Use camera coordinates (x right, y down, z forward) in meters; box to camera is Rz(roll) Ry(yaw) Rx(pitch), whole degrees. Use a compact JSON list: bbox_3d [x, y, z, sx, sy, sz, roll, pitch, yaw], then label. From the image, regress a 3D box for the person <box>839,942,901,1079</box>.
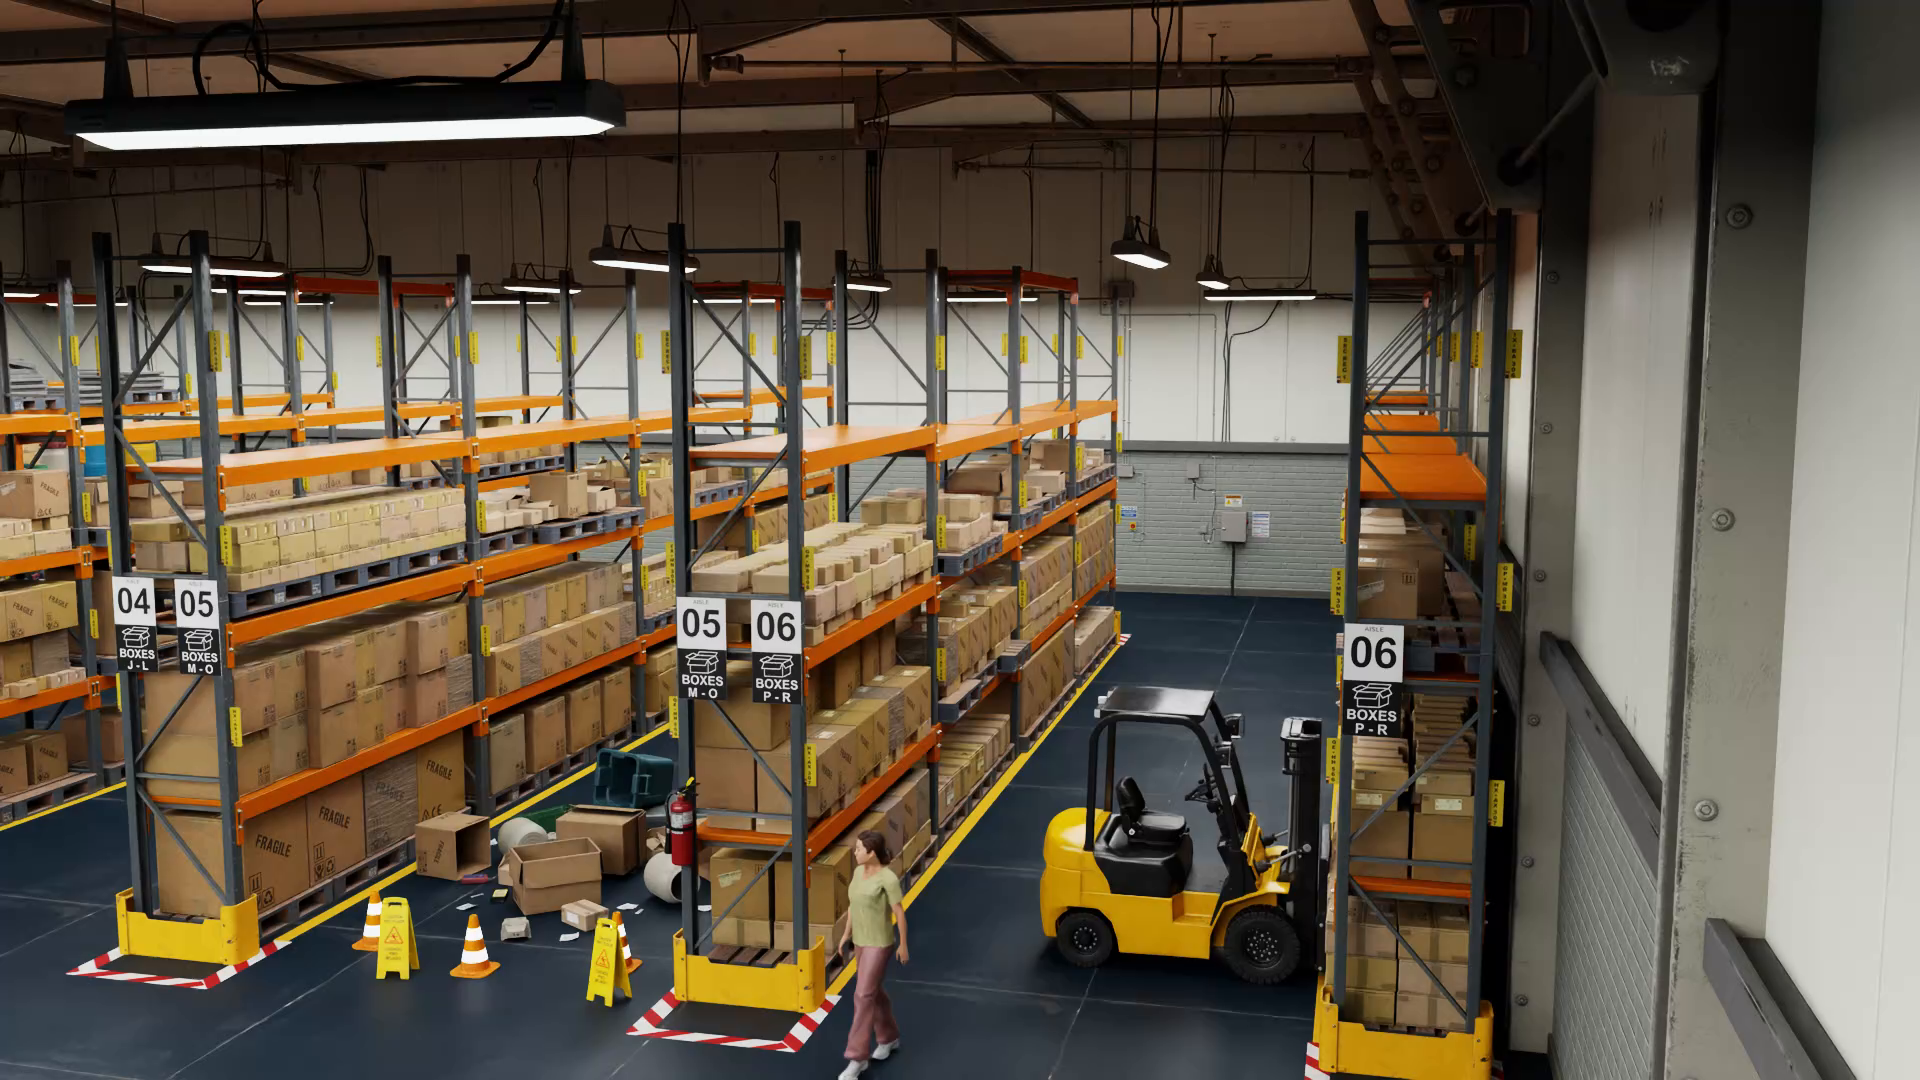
[{"bbox_3d":[-0.678,3.244,11.801,0.743,1.003,0.470,-6,9,-40],"label":"person"}]
